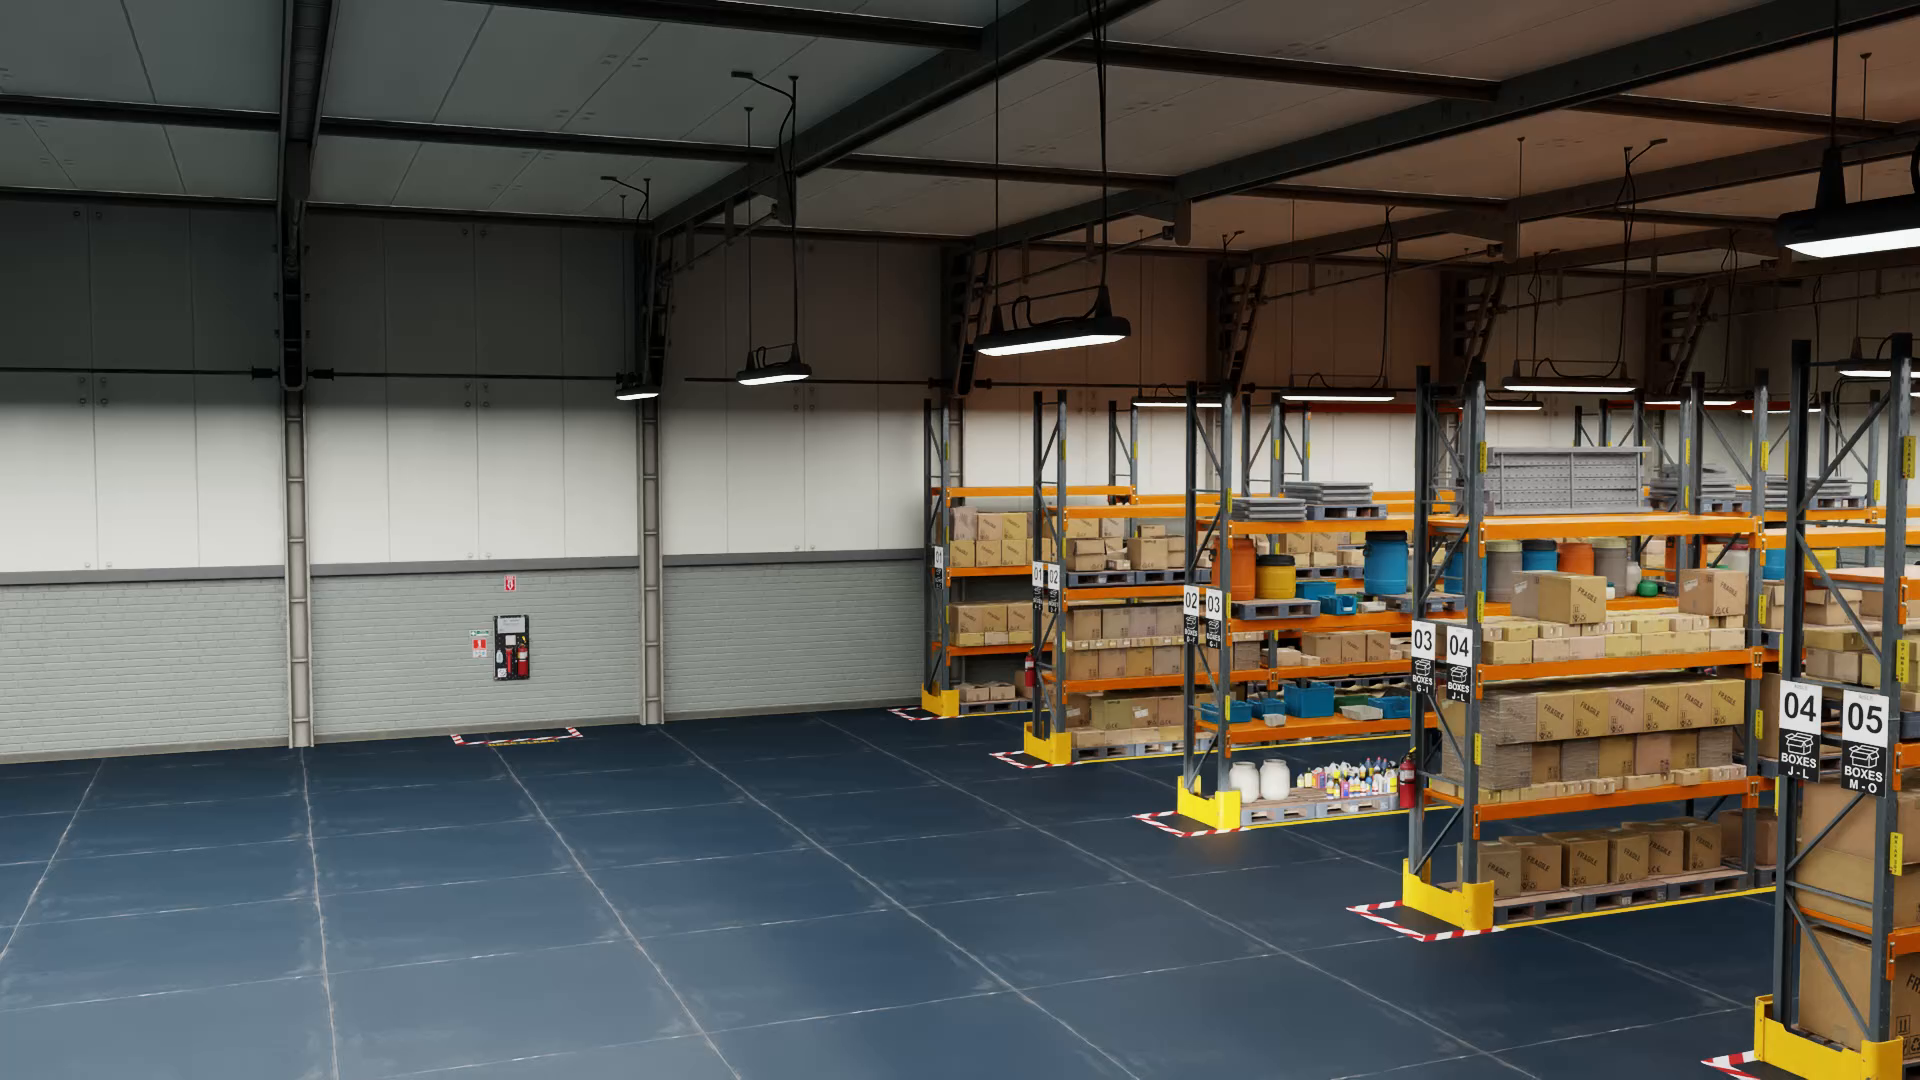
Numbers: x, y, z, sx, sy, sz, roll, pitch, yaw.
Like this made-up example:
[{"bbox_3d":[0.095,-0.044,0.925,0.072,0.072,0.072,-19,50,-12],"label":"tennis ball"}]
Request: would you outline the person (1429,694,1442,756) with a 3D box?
[{"bbox_3d":[7.335,2.860,25.739,0.728,1.594,0.518,-1,3,-15],"label":"person"}]
